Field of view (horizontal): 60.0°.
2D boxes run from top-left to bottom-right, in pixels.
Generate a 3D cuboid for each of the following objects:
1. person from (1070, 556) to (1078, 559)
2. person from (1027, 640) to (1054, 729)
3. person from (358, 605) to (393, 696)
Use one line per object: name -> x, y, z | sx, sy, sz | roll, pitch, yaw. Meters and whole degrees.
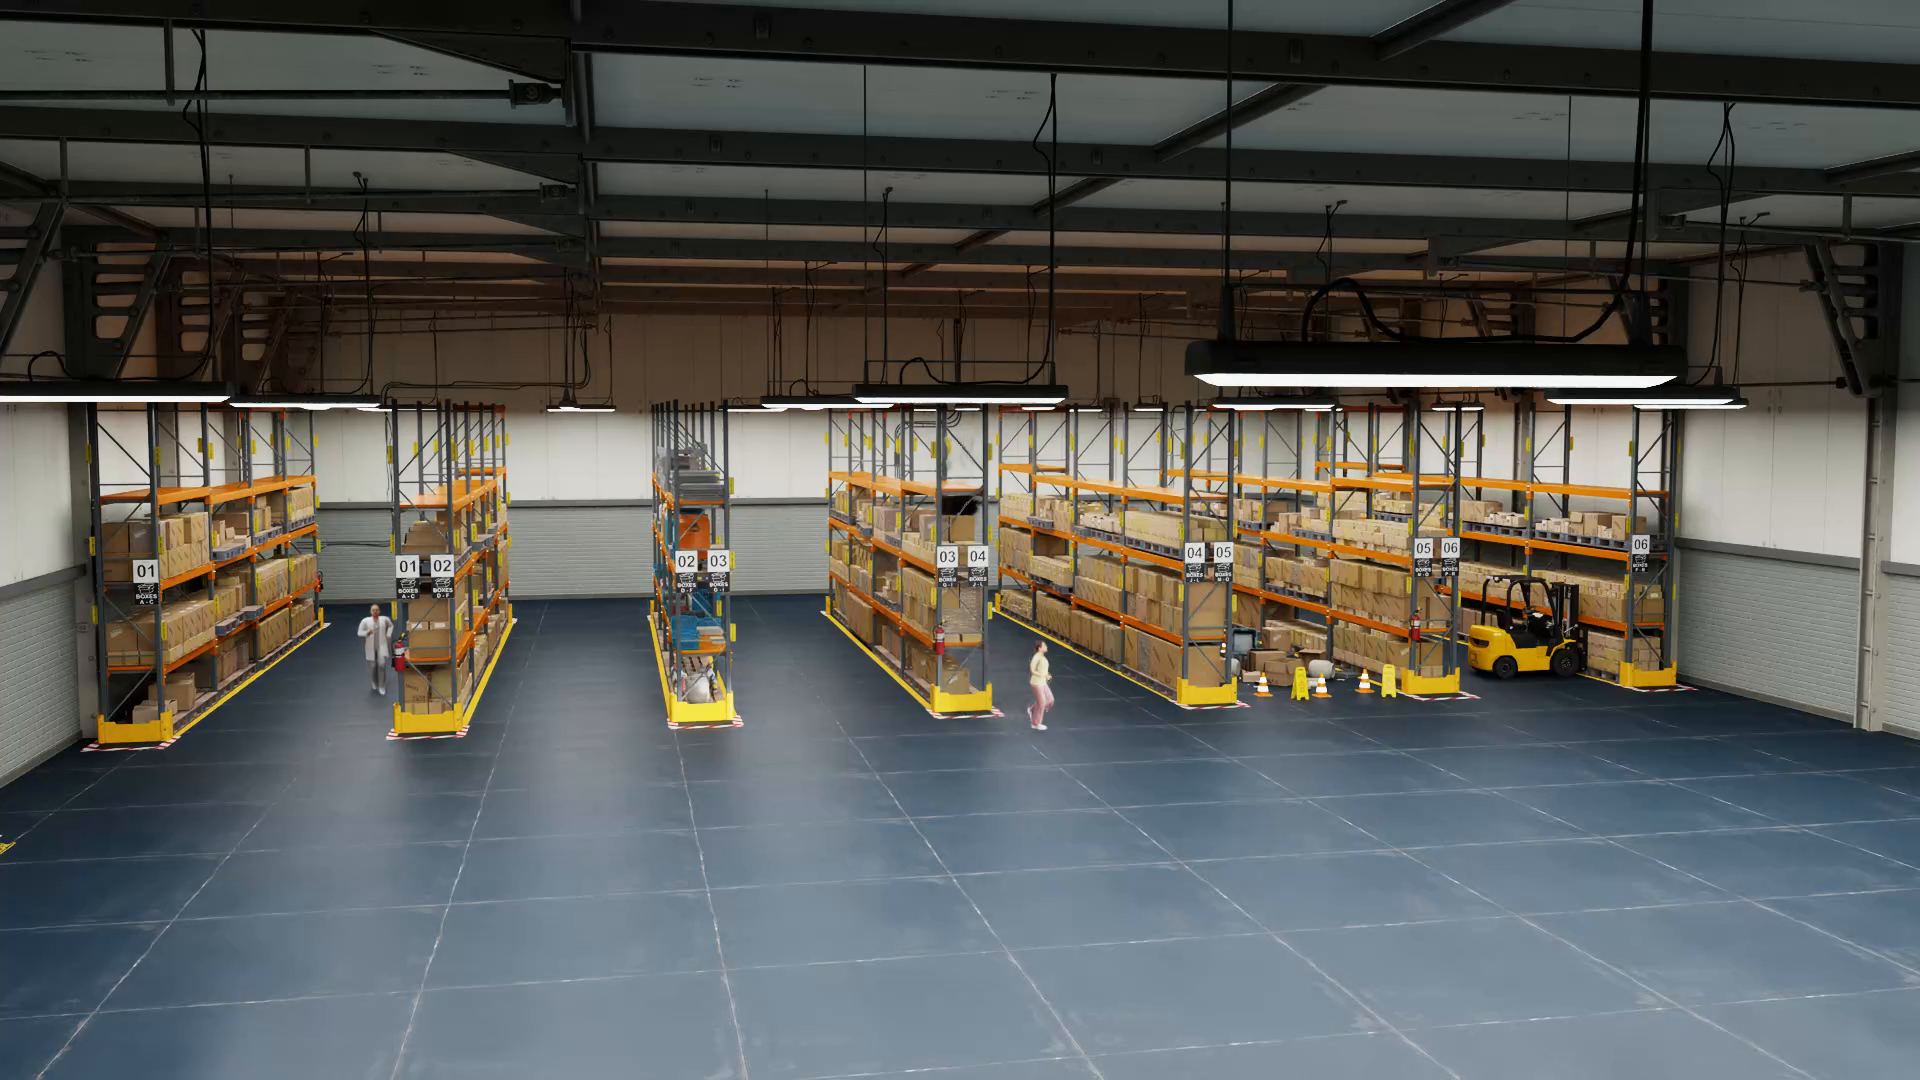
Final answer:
person -> 3.257, 1.155, 49.117 | 0.768, 1.809, 0.850 | -2, 5, -20
person -> 1.449, 2.631, 30.242 | 0.564, 1.640, 0.568 | 2, 5, 23
person -> -12.012, 2.242, 34.204 | 0.696, 1.828, 0.916 | -2, 5, -19
